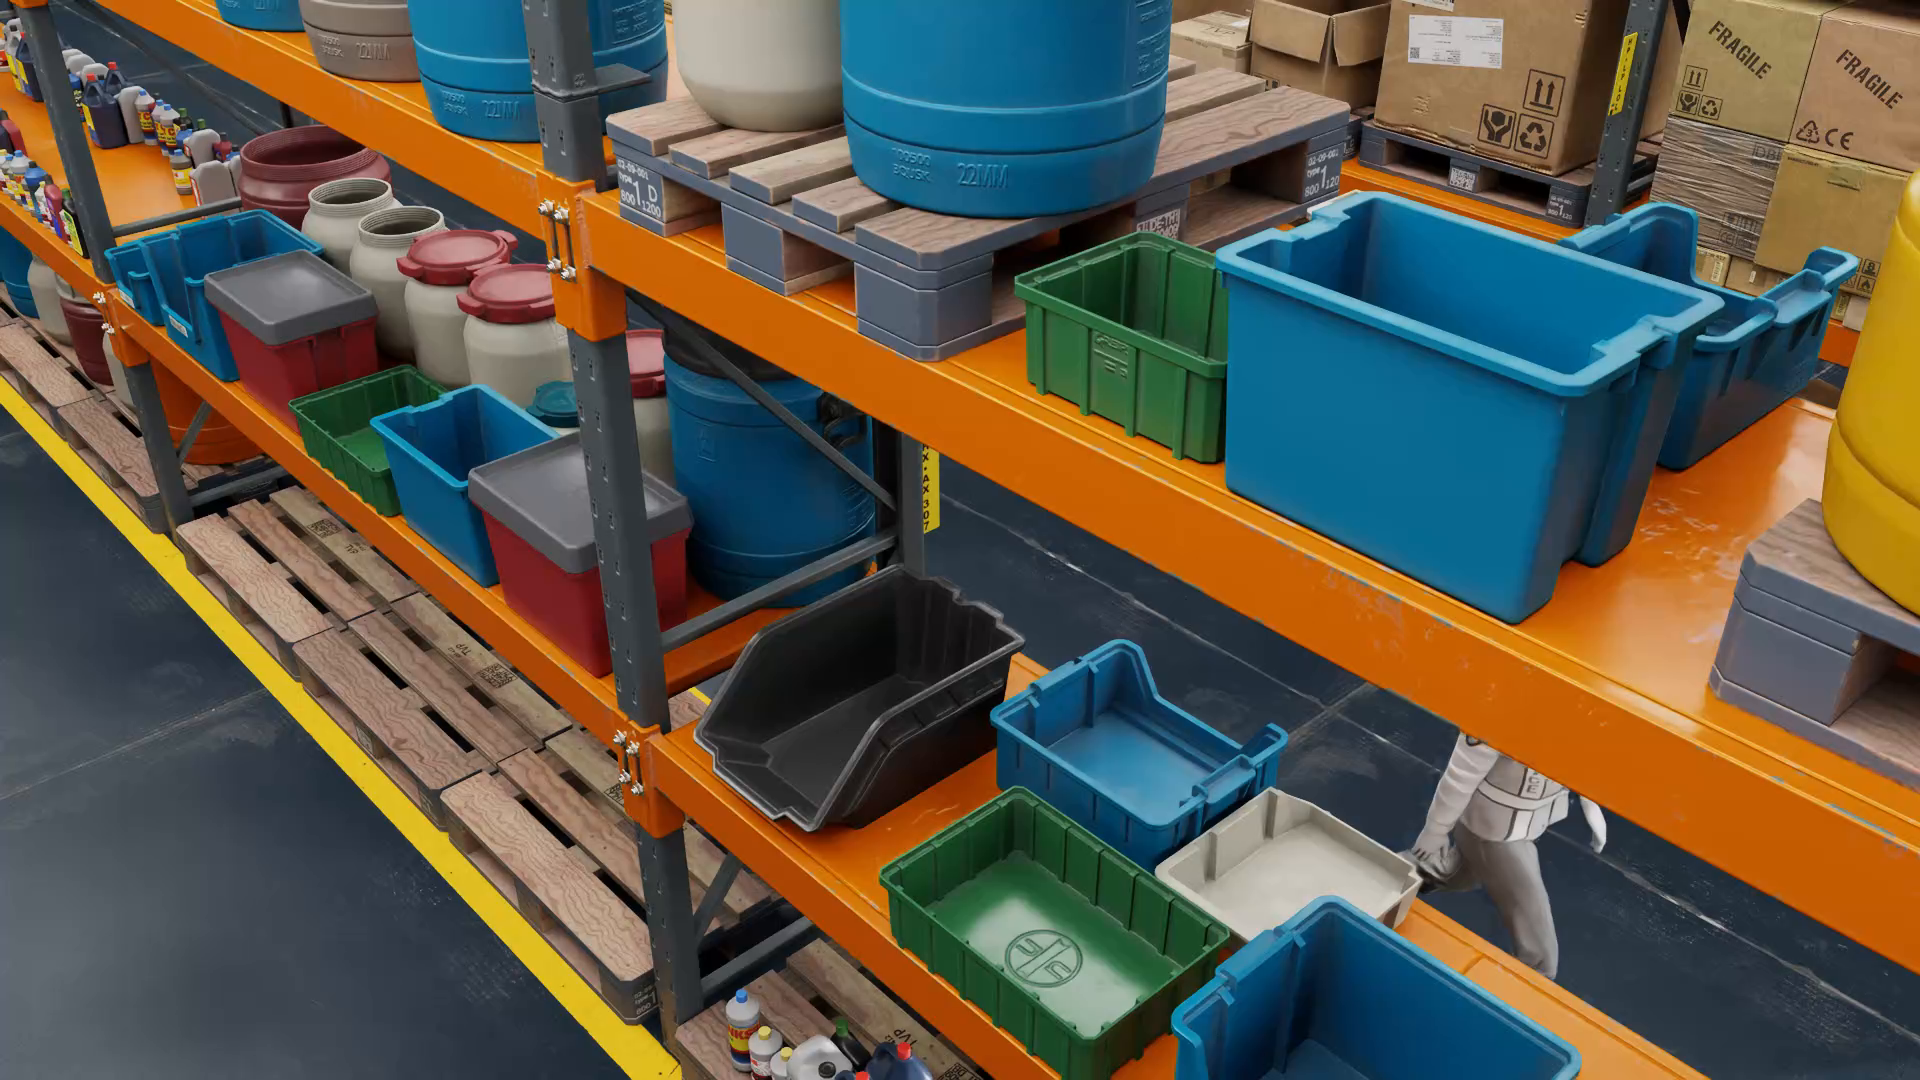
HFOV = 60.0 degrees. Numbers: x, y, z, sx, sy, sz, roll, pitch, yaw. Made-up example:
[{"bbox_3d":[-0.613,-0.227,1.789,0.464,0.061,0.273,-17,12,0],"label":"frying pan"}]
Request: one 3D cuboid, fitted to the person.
[{"bbox_3d":[1.627,0.778,4.876,0.513,1.625,1.034,-25,40,-35],"label":"person"}]
